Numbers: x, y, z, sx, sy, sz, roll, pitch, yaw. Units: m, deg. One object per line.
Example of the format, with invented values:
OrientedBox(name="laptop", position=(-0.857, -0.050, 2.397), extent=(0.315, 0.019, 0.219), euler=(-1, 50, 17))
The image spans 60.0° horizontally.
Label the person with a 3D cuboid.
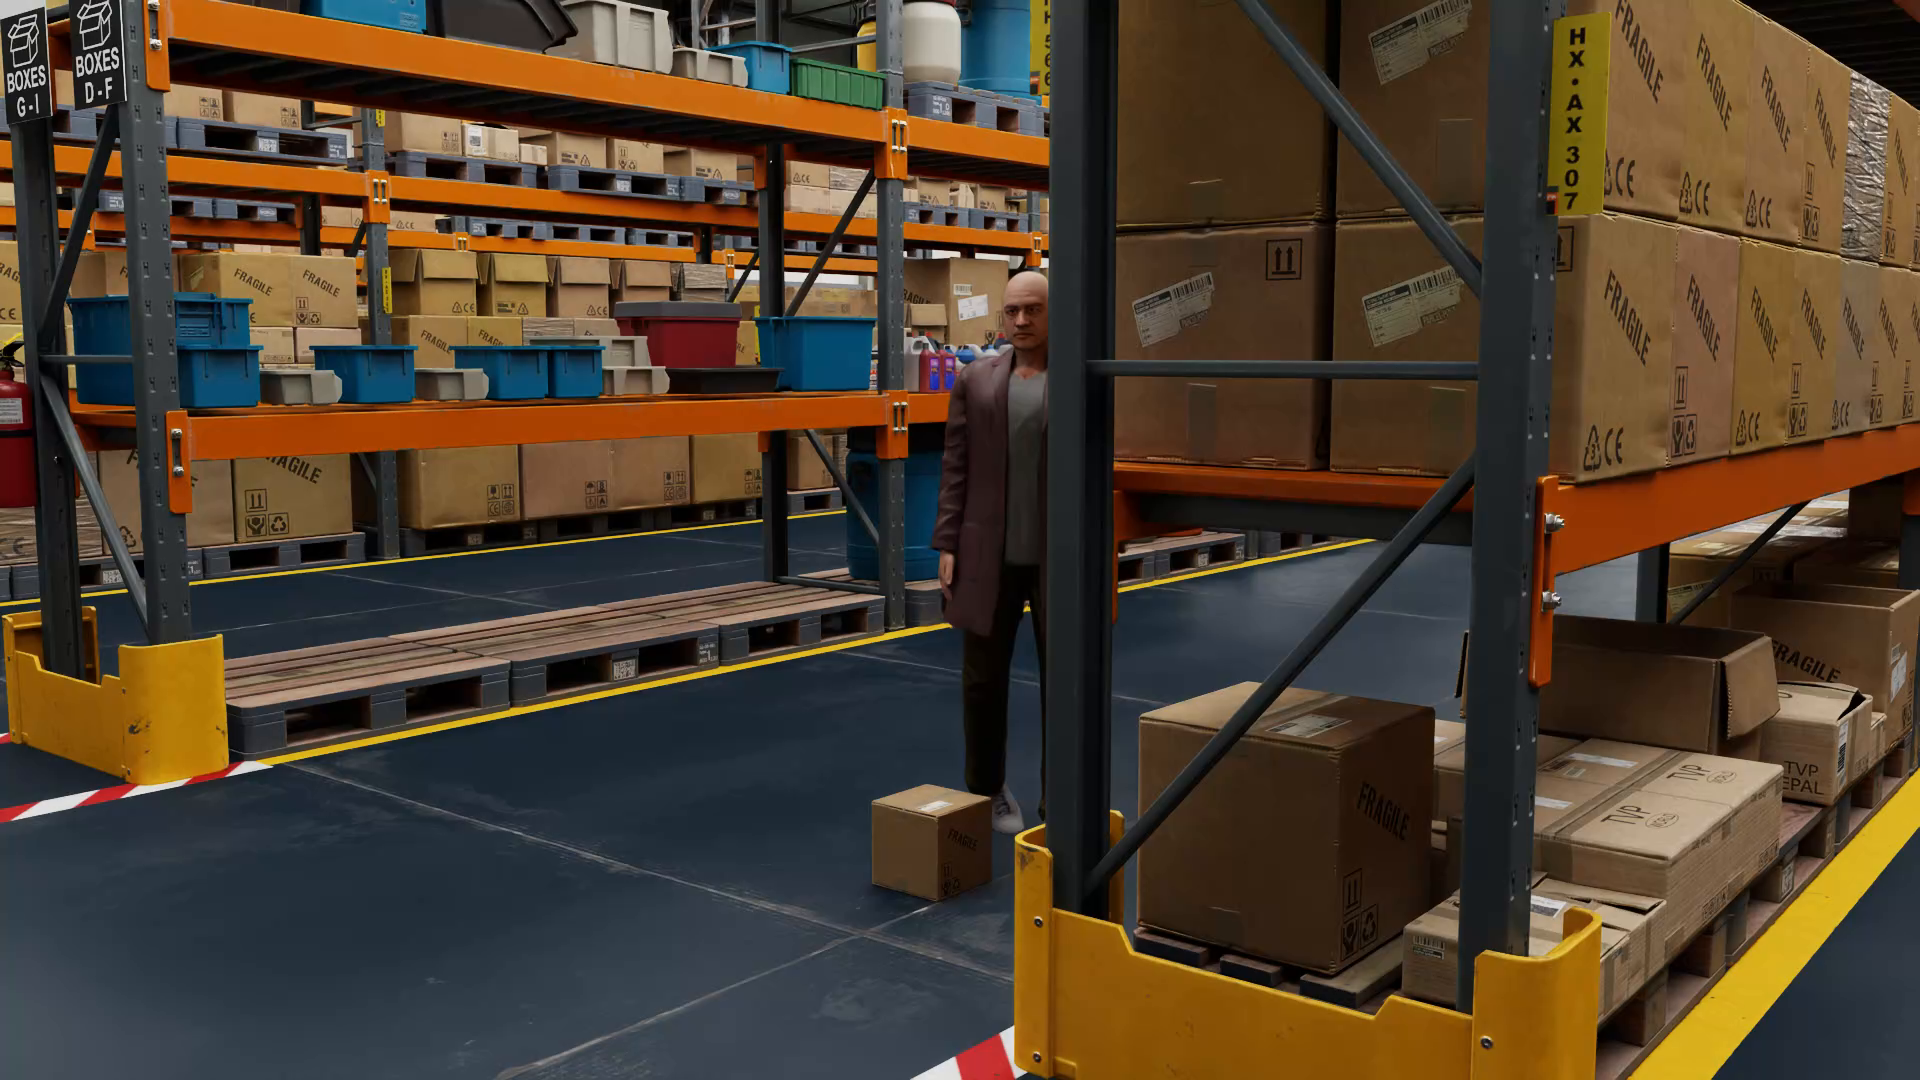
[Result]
OrientedBox(name="person", position=(0.208, 0.076, 5.215), extent=(0.612, 1.821, 0.633), euler=(1, 7, 10))
